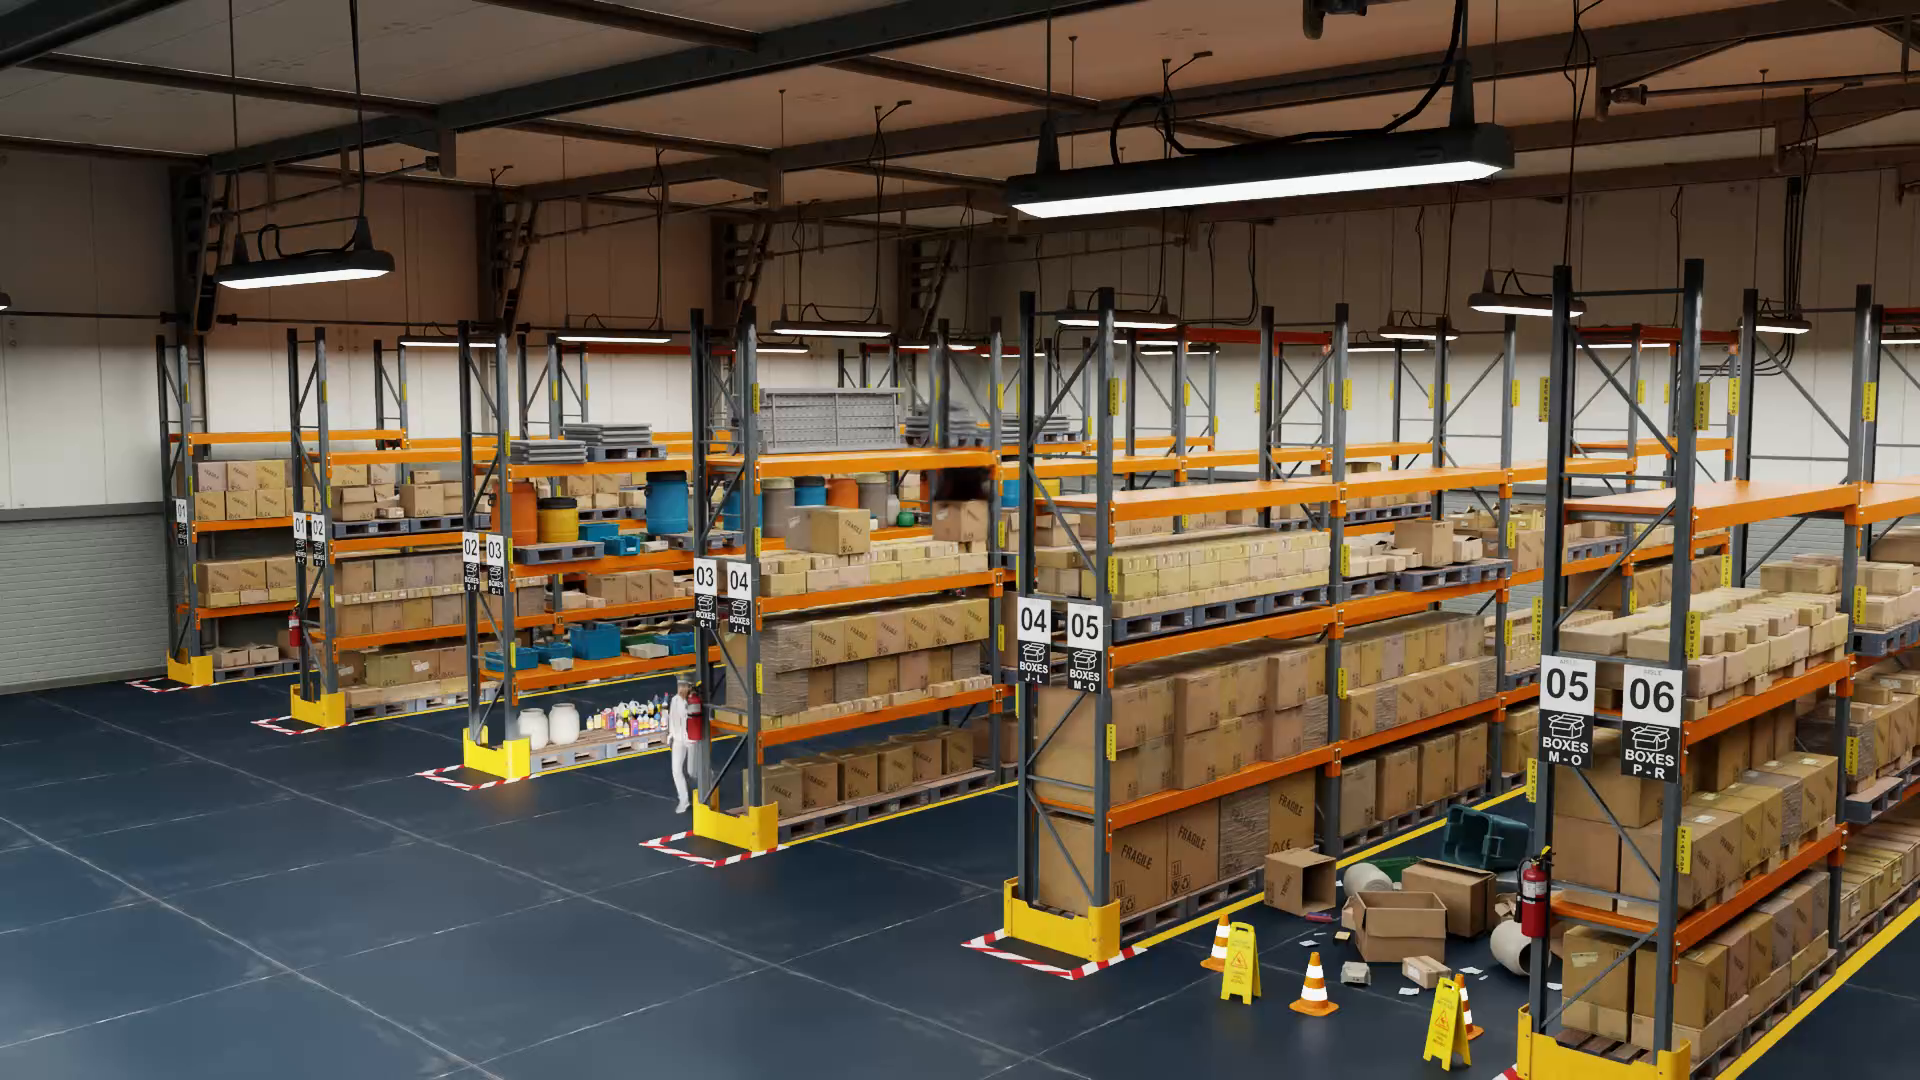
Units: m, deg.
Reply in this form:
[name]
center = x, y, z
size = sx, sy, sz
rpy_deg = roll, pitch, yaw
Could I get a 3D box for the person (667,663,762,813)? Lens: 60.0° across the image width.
[person]
center = -2.820, 2.296, 19.579
size = 2.010, 2.106, 1.930
rpy_deg = 2, 6, 19
